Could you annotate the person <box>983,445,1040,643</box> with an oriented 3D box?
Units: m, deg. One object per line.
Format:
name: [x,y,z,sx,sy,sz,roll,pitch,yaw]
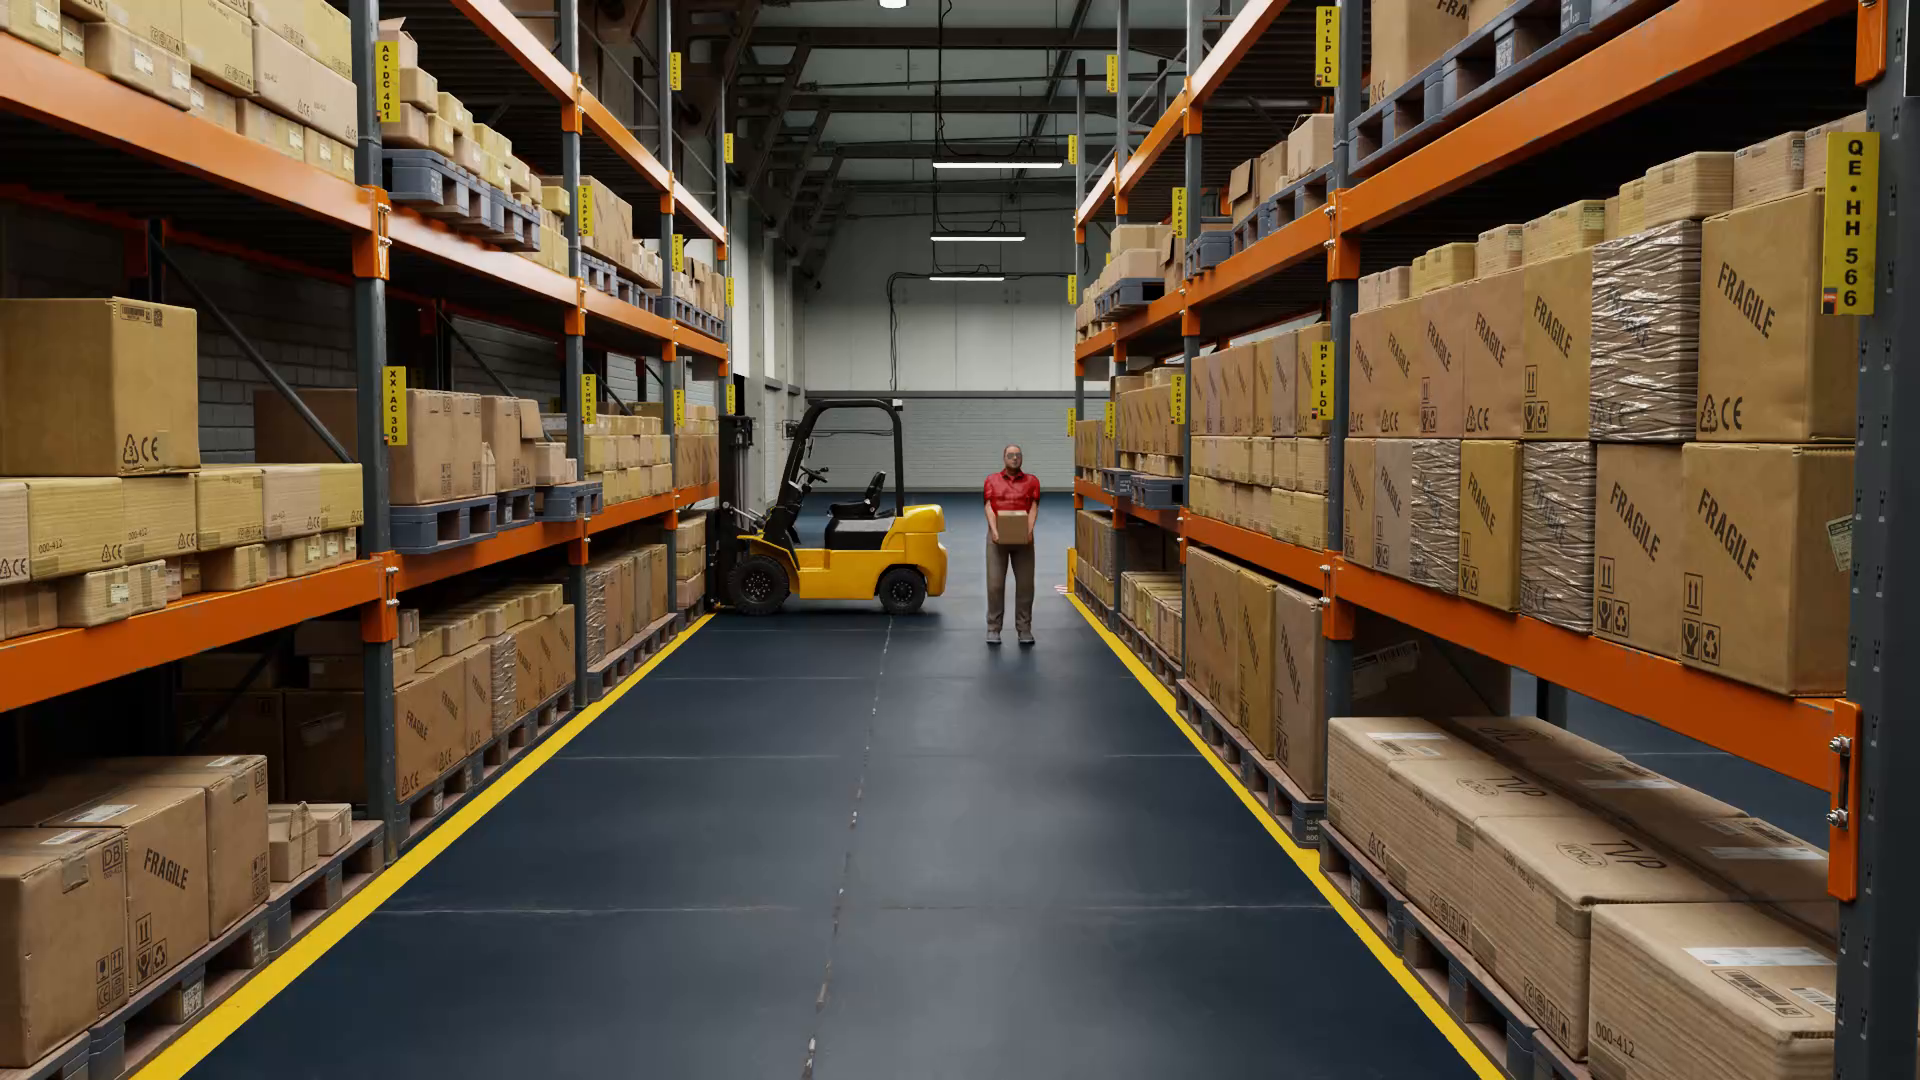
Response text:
person: [0.457,0.035,14.385,0.495,1.715,0.528,0,4,-3]
